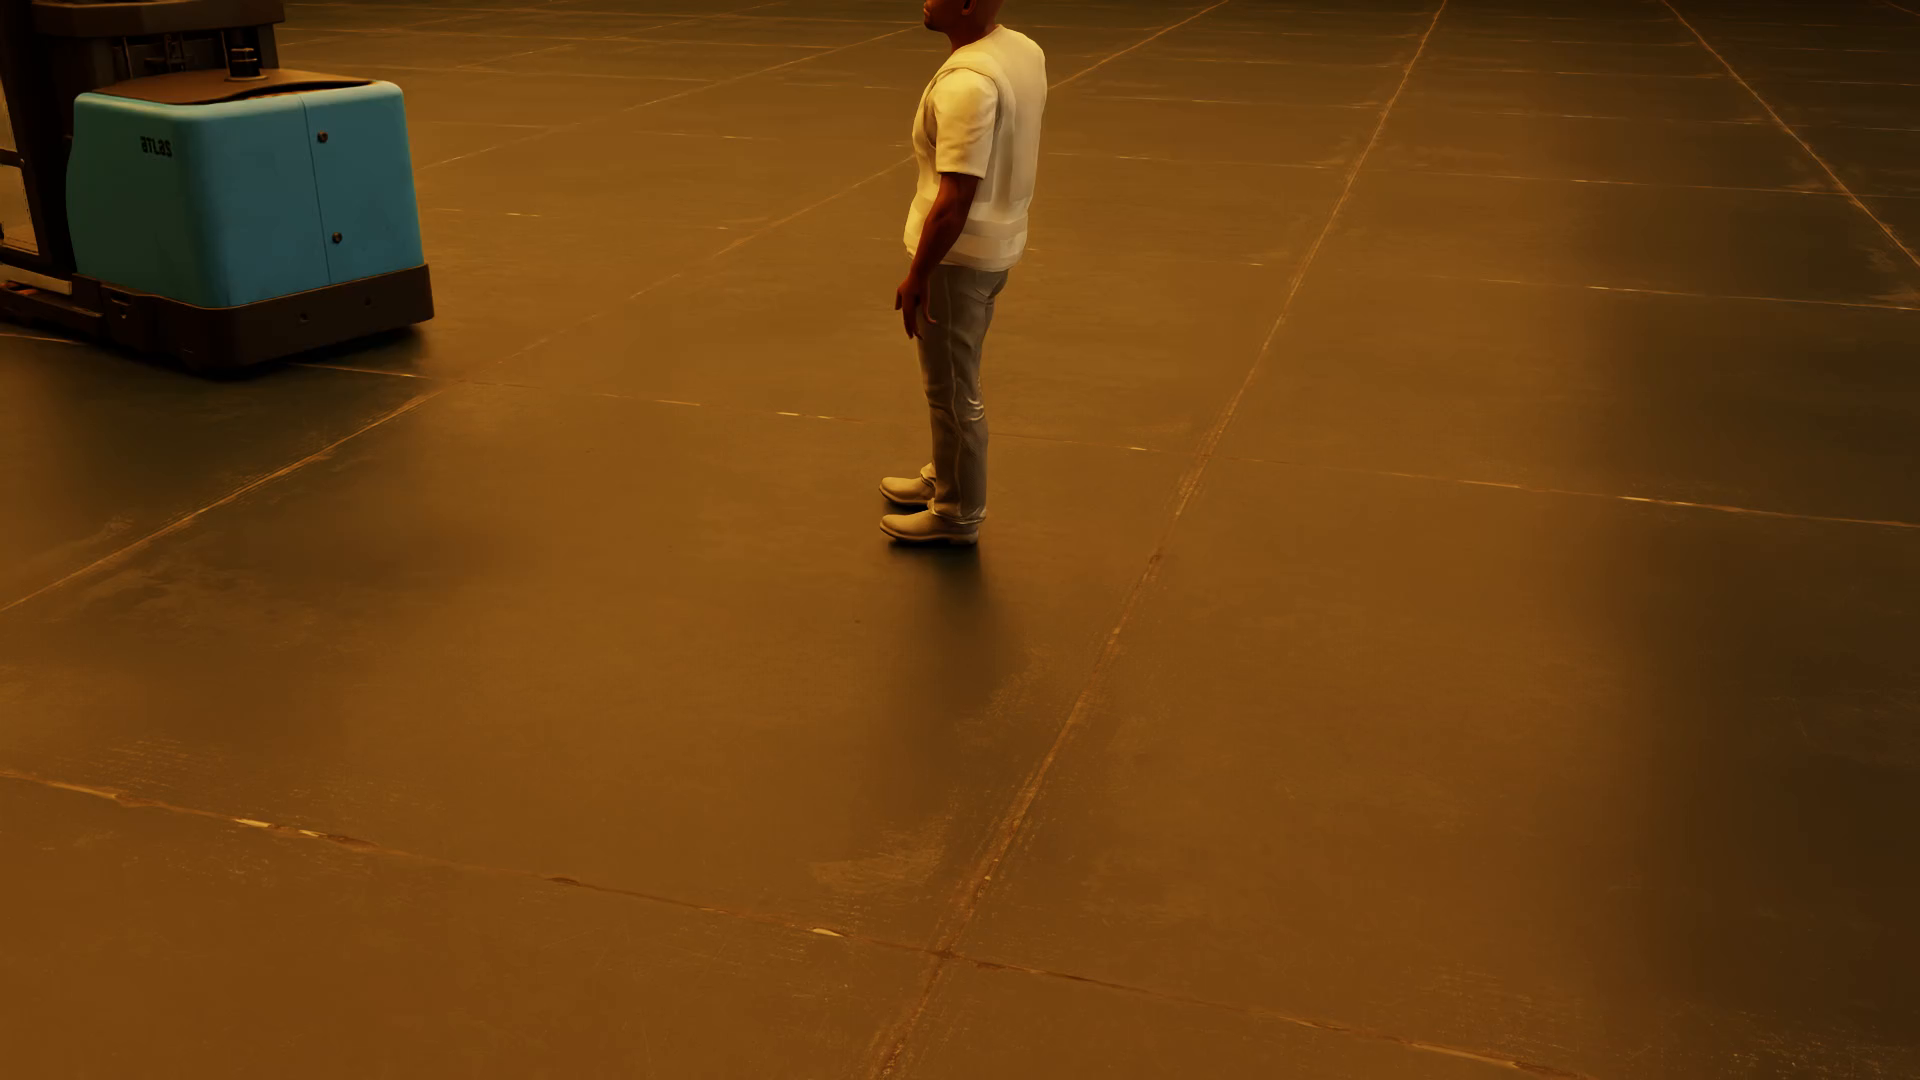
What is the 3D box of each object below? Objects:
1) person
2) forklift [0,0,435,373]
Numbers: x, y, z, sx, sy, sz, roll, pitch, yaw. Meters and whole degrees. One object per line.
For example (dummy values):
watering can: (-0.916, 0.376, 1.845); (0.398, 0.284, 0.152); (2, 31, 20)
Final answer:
person: (-0.064, -0.833, 4.806); (0.577, 1.765, 0.665); (7, 23, 16)
forklift: (-3.795, -2.457, 7.231); (3.031, 2.935, 1.130); (16, 27, 33)
